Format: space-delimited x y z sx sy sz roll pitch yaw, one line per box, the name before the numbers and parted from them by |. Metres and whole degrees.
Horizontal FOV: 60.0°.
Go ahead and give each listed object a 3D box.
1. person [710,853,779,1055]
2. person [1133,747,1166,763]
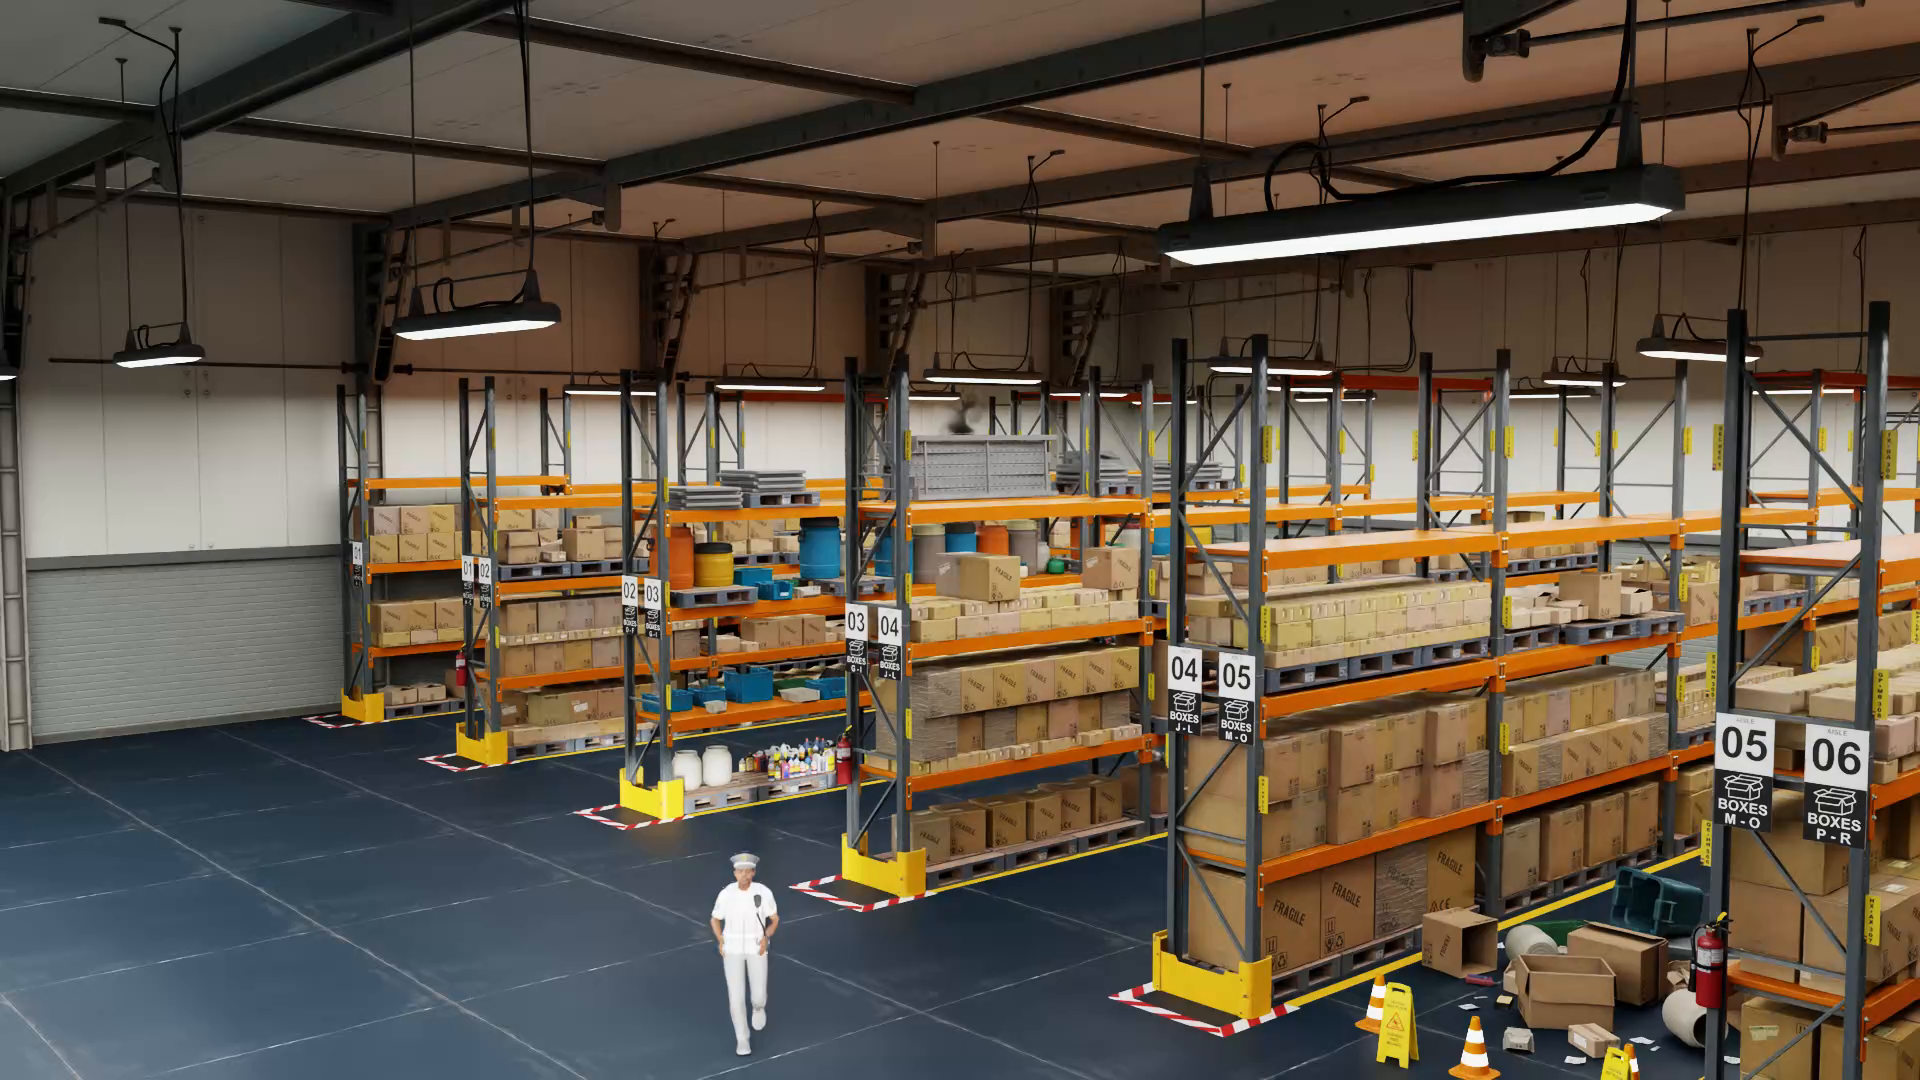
person | -1.805 3.422 13.920 0.574 1.649 0.566 0 4 -5
person | 2.756 2.691 24.363 0.596 1.751 0.666 -3 5 -40
